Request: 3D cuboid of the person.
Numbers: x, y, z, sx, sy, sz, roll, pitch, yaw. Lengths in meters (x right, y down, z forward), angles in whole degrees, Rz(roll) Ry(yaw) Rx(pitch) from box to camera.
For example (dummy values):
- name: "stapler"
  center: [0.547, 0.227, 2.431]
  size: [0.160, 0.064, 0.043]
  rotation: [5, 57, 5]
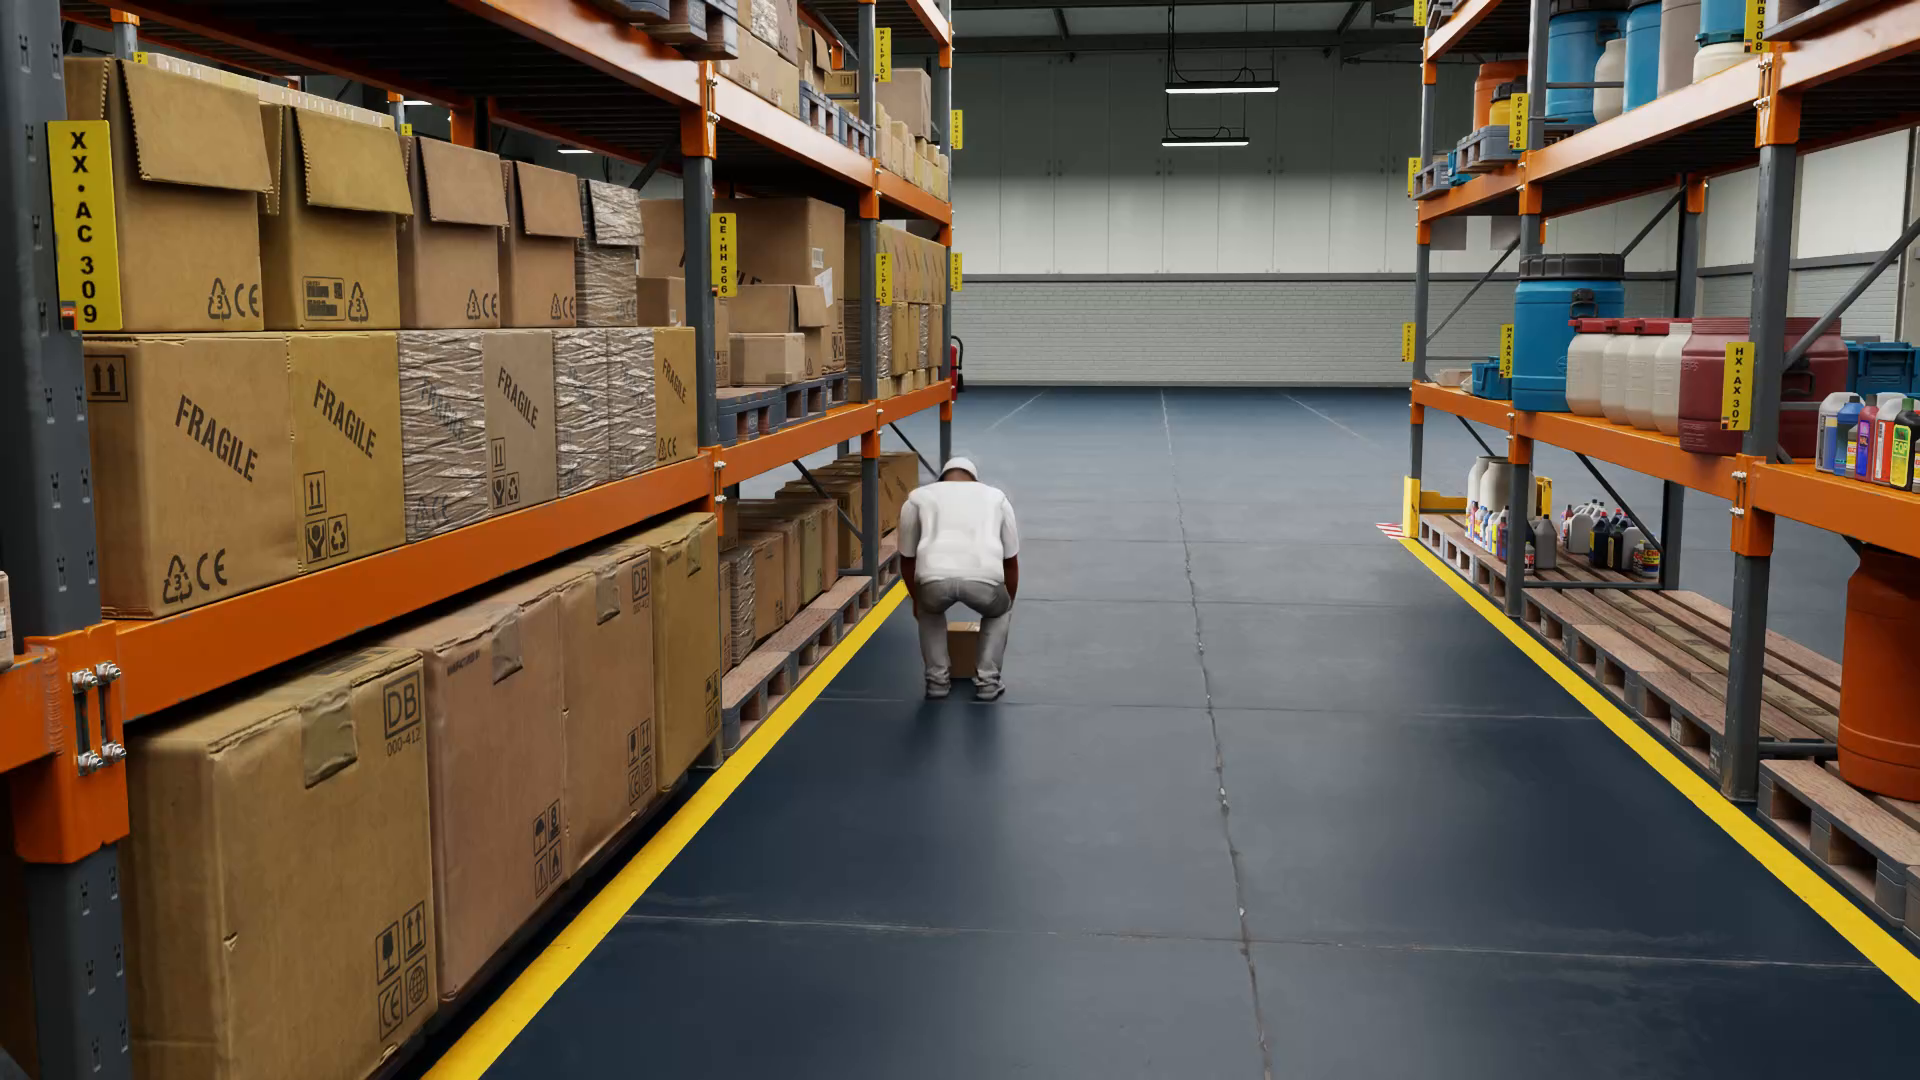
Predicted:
- name: "person"
  center: [-0.025, 0.181, 8.229]
  size: [0.611, 1.140, 0.862]
  rotation: [1, 8, 6]
